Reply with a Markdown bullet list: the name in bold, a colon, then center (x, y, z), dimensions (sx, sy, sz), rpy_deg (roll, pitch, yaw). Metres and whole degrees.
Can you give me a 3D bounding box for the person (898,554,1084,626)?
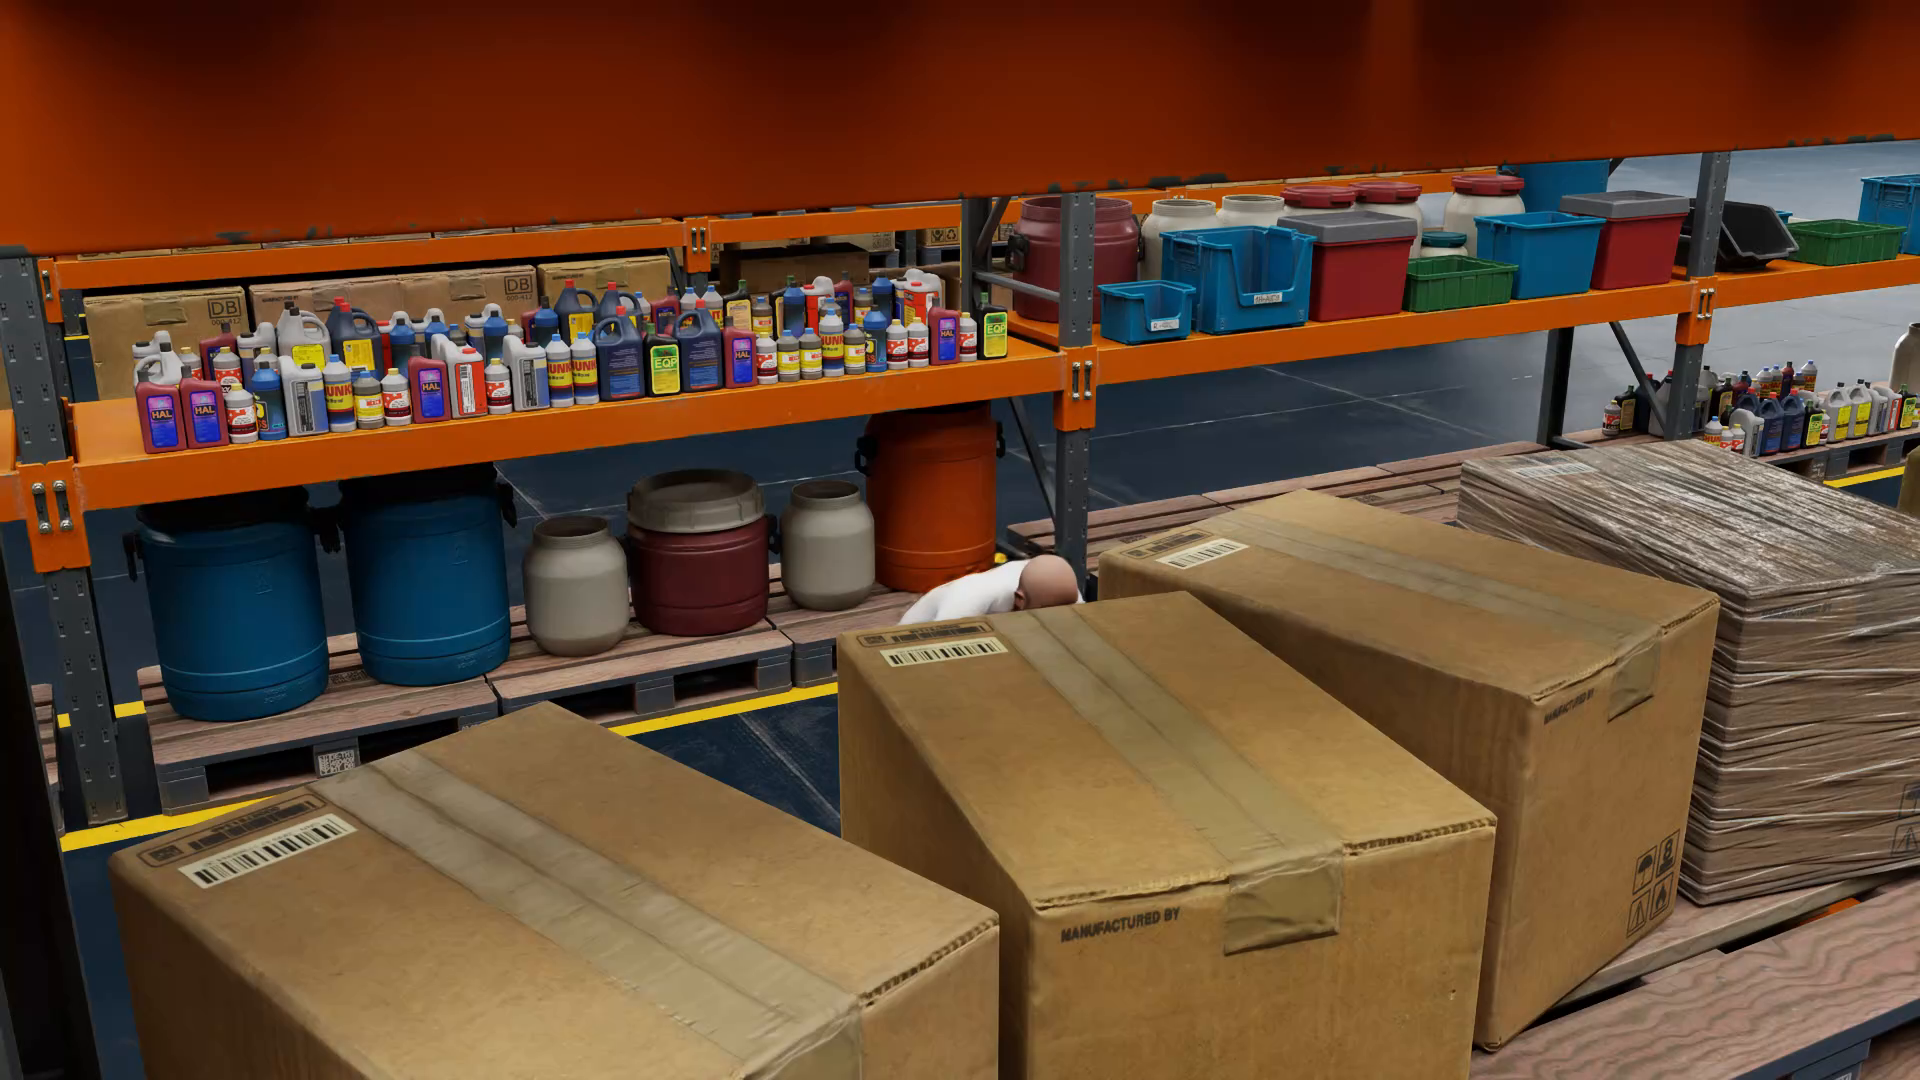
- **person**: center (0.098, 0.529, 5.431), dimensions (0.625, 1.182, 0.830), rpy_deg (-10, 20, -27)
